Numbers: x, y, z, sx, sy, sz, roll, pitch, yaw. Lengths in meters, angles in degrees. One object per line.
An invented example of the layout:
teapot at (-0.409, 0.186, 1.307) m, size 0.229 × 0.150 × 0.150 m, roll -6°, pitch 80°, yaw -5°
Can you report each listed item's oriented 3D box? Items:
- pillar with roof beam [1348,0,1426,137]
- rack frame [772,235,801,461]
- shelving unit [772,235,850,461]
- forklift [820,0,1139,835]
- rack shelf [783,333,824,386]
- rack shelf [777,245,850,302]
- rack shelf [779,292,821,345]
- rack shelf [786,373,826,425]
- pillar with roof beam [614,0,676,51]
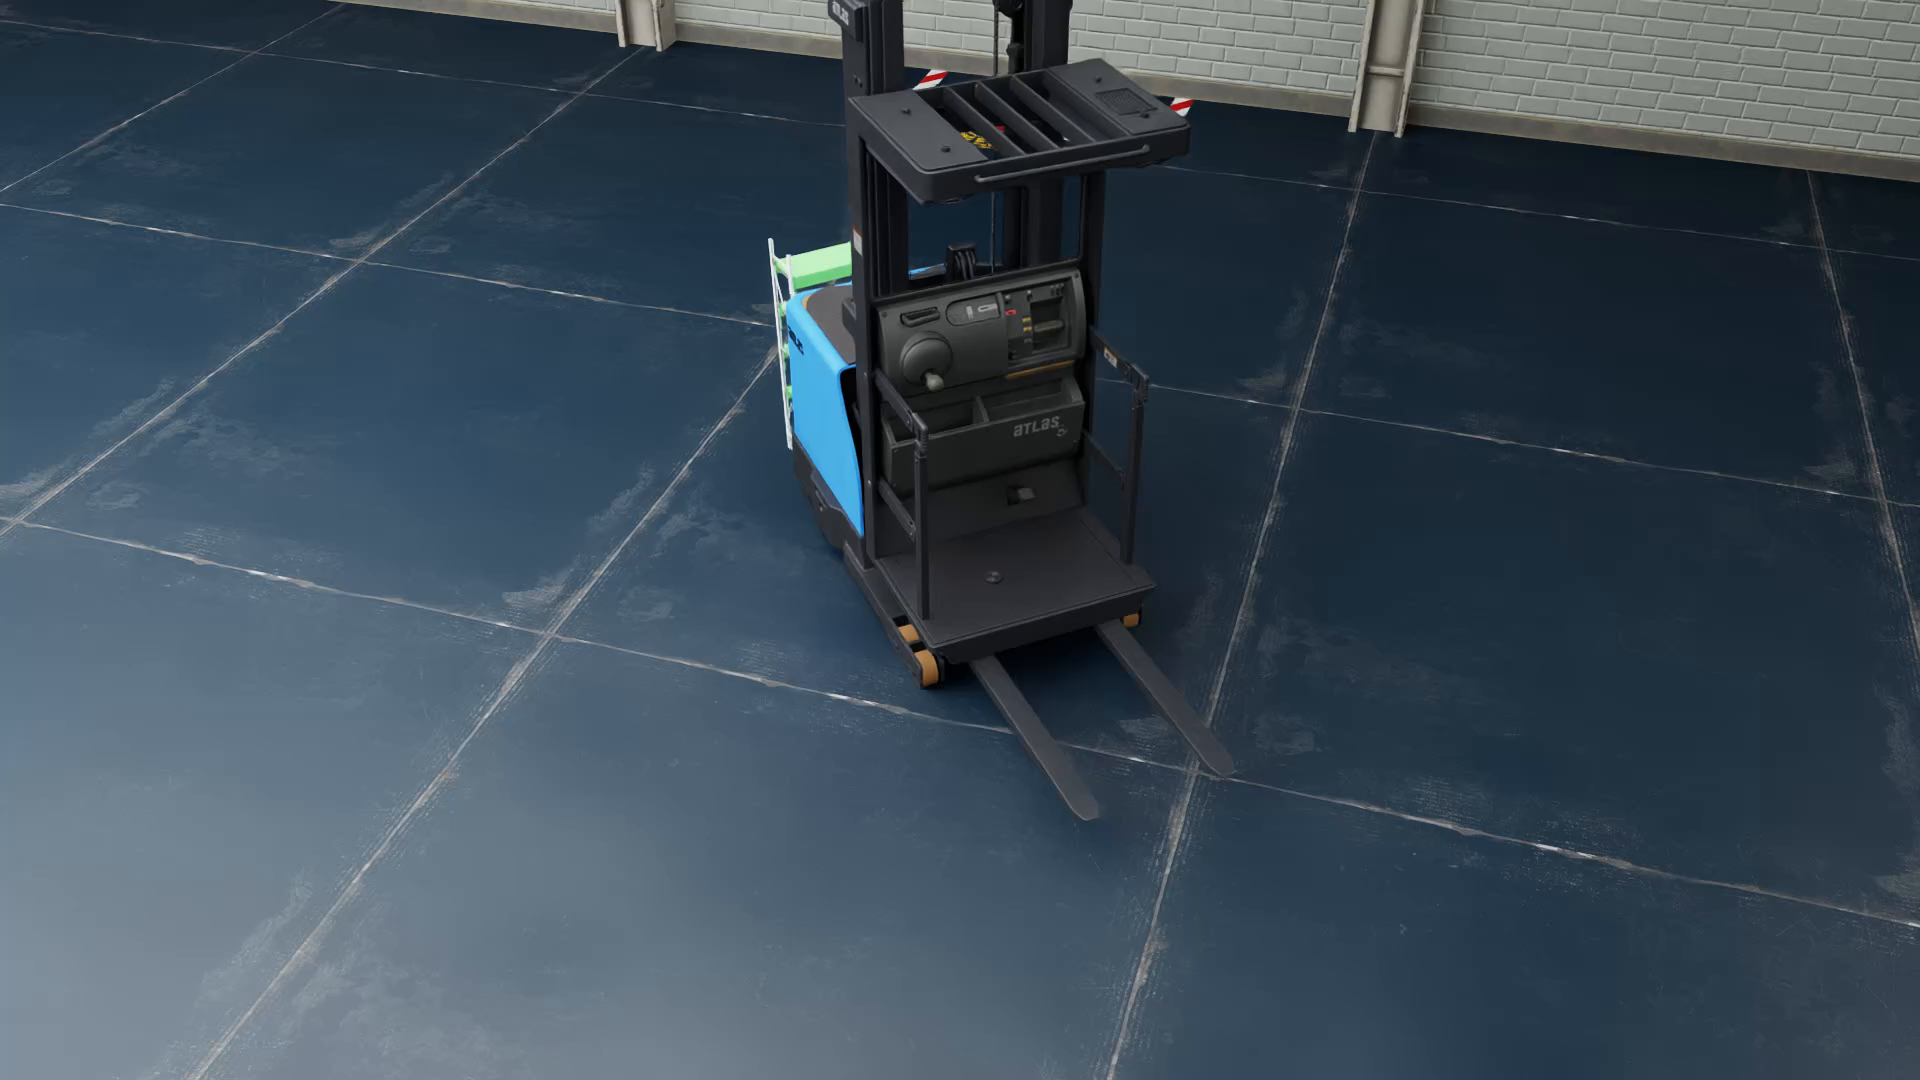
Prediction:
pillar with roof beam at (1.842, -4.286, 6.482) m, size 0.400 × 9.000 × 9.100 m, roll 10°, pitch 38°, yaw 14°
rack frame at (-0.892, -0.973, 8.559) m, size 0.015 × 1.200 × 0.240 m, roll -12°, pitch 38°, yaw -16°
shelving unit at (-0.662, -1.021, 8.625) m, size 0.503 × 1.200 × 0.258 m, roll -12°, pitch 38°, yaw -16°
forklift at (0.042, -0.795, 6.857) m, size 1.130 × 2.935 × 3.031 m, roll -6°, pitch 37°, yaw -8°
rack shelf at (-0.662, -0.969, 8.663) m, size 0.480 × 0.148 × 0.258 m, roll -12°, pitch 38°, yaw -16°
rack shelf at (-0.662, -1.356, 8.378) m, size 0.480 × 0.148 × 0.258 m, roll -12°, pitch 38°, yaw -16°
rack shelf at (-0.662, -1.163, 8.520) m, size 0.480 × 0.148 × 0.258 m, roll -12°, pitch 38°, yaw -16°
rack shelf at (-0.662, -0.776, 8.805) m, size 0.480 × 0.148 × 0.258 m, roll -12°, pitch 38°, yaw -16°
pillar with roof beam at (-3.885, -5.346, 7.923) m, size 0.400 × 9.000 × 9.100 m, roll 10°, pitch 38°, yaw 14°
